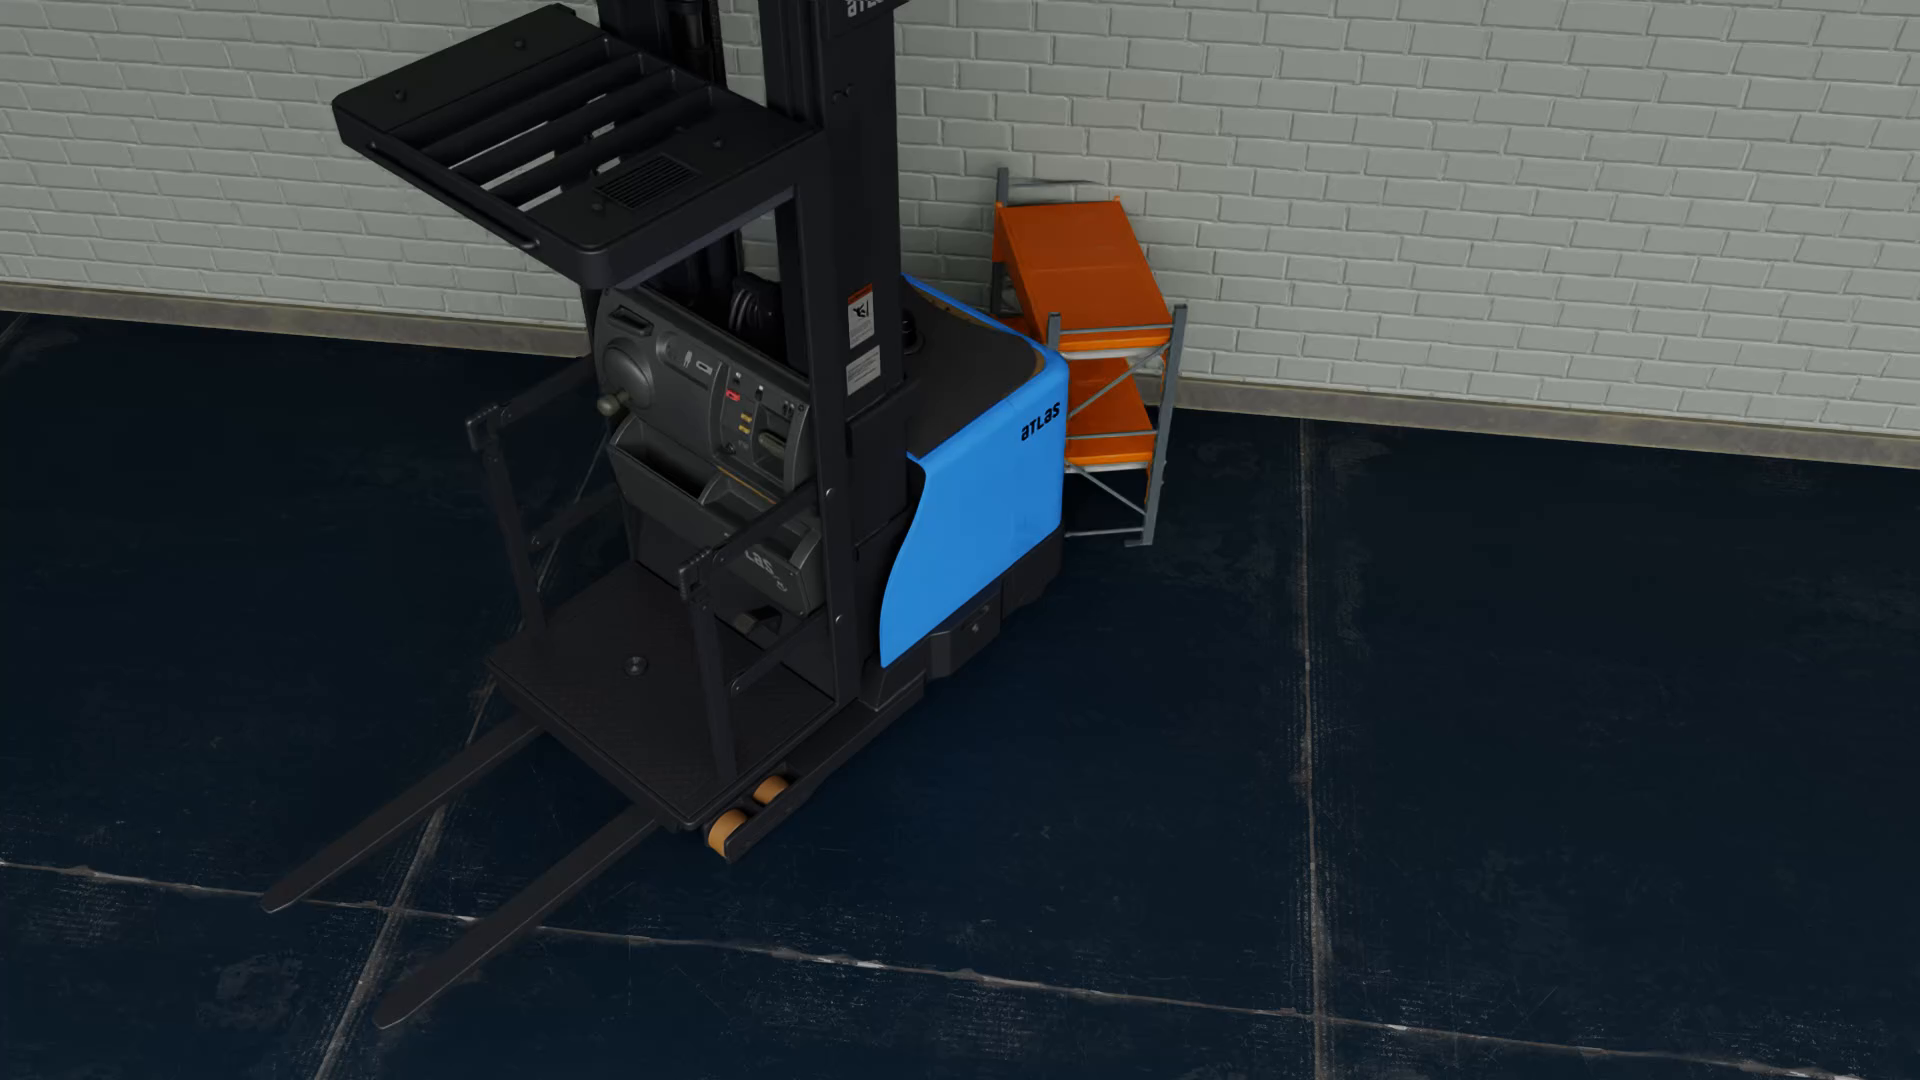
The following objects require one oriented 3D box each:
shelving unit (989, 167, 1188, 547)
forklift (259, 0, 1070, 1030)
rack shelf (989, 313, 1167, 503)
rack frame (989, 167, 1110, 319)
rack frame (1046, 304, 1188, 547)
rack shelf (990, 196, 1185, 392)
[{"bbox_3d":[0.458,-0.727,6.608,0.538,1.125,1.048,-5,42,-8],"label":"shelving unit"},{"bbox_3d":[-0.950,-0.388,5.028,1.130,2.935,3.031,31,52,29],"label":"forklift"},{"bbox_3d":[0.449,-0.545,6.771,0.538,0.278,1.000,-5,42,-8],"label":"rack shelf"},{"bbox_3d":[0.378,-1.064,6.980,0.500,1.125,0.032,-5,42,-8],"label":"rack frame"},{"bbox_3d":[0.538,-0.391,6.235,0.500,1.125,0.032,-5,42,-8],"label":"rack frame"},{"bbox_3d":[0.468,-0.945,6.413,0.538,0.278,1.000,-5,42,-8],"label":"rack shelf"}]
